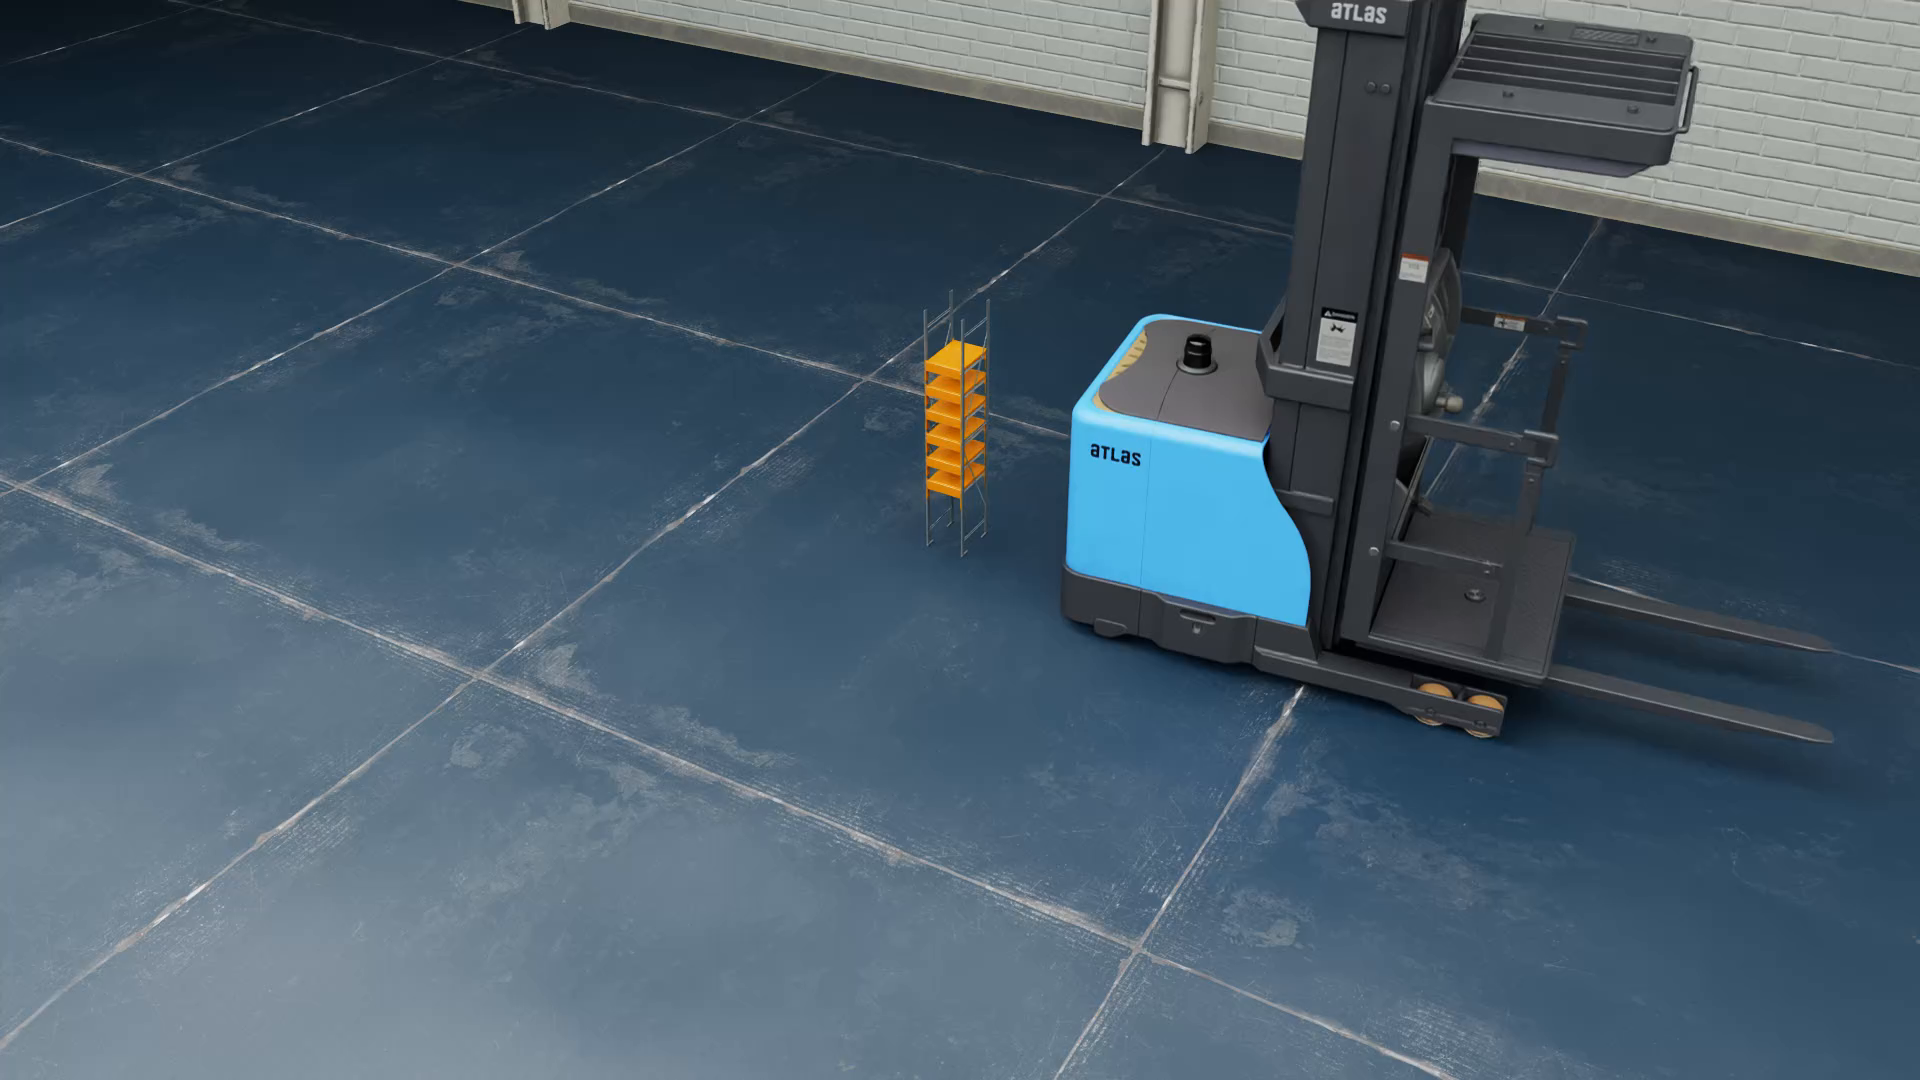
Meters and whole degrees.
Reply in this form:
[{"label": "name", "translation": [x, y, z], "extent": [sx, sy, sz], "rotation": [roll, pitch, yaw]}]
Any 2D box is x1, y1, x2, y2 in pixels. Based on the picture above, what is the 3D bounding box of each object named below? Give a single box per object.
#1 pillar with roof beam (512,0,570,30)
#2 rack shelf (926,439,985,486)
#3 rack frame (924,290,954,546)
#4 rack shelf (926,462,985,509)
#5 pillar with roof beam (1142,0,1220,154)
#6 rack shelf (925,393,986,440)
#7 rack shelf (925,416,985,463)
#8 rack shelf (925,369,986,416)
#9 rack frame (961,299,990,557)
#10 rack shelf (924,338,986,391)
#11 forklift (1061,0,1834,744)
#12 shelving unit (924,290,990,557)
[{"label": "pillar with roof beam", "translation": [-5.782, -6.214, 8.963], "extent": [0.400, 9.000, 9.100], "rotation": [18, 37, 24]}, {"label": "rack shelf", "translation": [-0.013, -0.367, 7.515], "extent": [0.180, 0.103, 0.258], "rotation": [18, 37, 24]}, {"label": "rack frame", "translation": [-0.092, -0.529, 7.461], "extent": [0.006, 1.200, 0.240], "rotation": [18, 37, 24]}, {"label": "rack shelf", "translation": [-0.013, -0.267, 7.581], "extent": [0.180, 0.103, 0.258], "rotation": [18, 37, 24]}, {"label": "pillar with roof beam", "translation": [-0.572, -4.564, 6.485], "extent": [0.400, 9.000, 9.100], "rotation": [18, 37, 24]}, {"label": "rack shelf", "translation": [-0.013, -0.566, 7.382], "extent": [0.180, 0.103, 0.258], "rotation": [18, 37, 24]}, {"label": "rack shelf", "translation": [-0.013, -0.466, 7.448], "extent": [0.180, 0.103, 0.258], "rotation": [18, 37, 24]}, {"label": "rack shelf", "translation": [-0.013, -0.666, 7.315], "extent": [0.180, 0.103, 0.258], "rotation": [18, 37, 24]}, {"label": "rack frame", "translation": [0.067, -0.478, 7.386], "extent": [0.006, 1.200, 0.240], "rotation": [18, 37, 24]}, {"label": "rack shelf", "translation": [-0.013, -0.766, 7.249], "extent": [0.180, 0.103, 0.258], "rotation": [18, 37, 24]}, {"label": "forklift", "translation": [2.000, -0.775, 6.269], "extent": [3.031, 2.935, 1.130], "rotation": [13, 36, 19]}, {"label": "shelving unit", "translation": [-0.013, -0.503, 7.423], "extent": [0.189, 1.200, 0.258], "rotation": [18, 37, 24]}]
